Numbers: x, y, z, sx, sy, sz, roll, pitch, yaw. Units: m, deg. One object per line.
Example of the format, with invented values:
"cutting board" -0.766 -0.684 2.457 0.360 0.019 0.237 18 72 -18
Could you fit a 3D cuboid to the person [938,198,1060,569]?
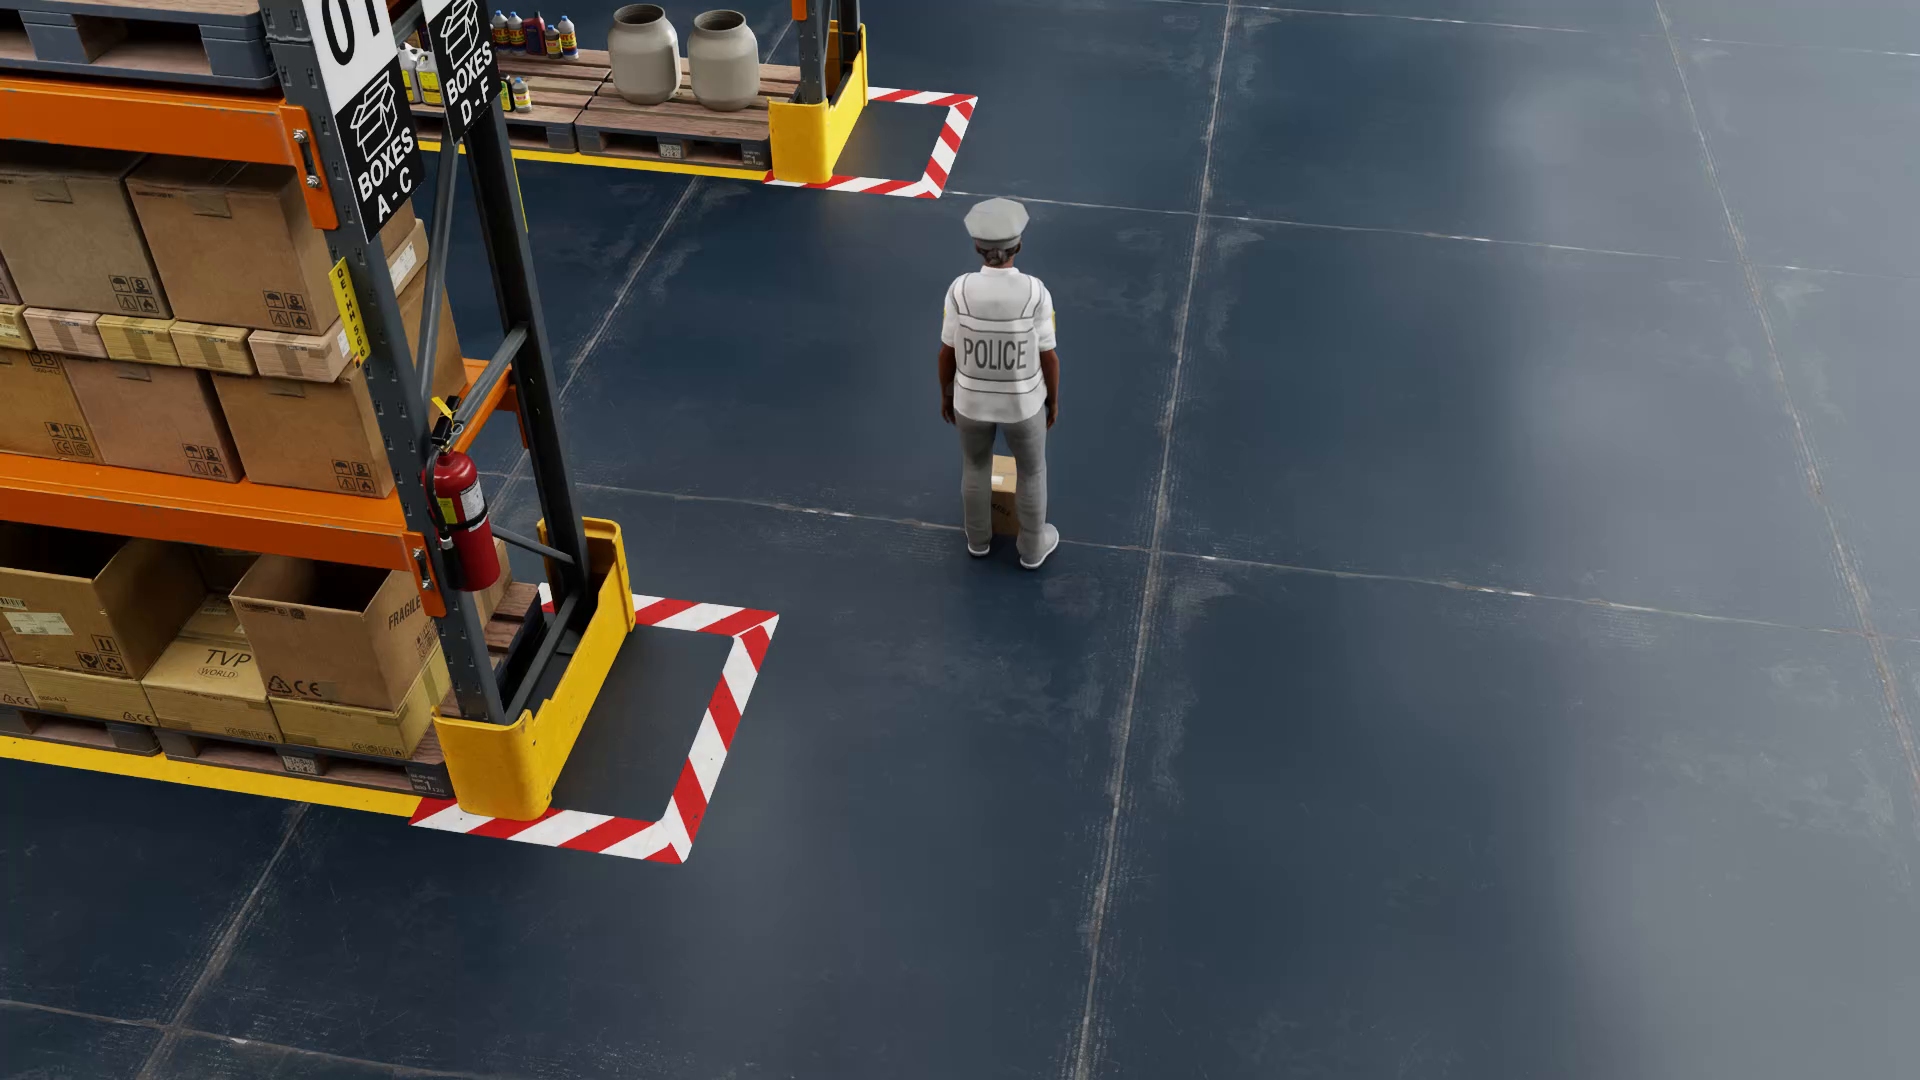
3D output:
"person" 0.174 -0.588 6.843 0.516 1.655 0.427 5 41 6
